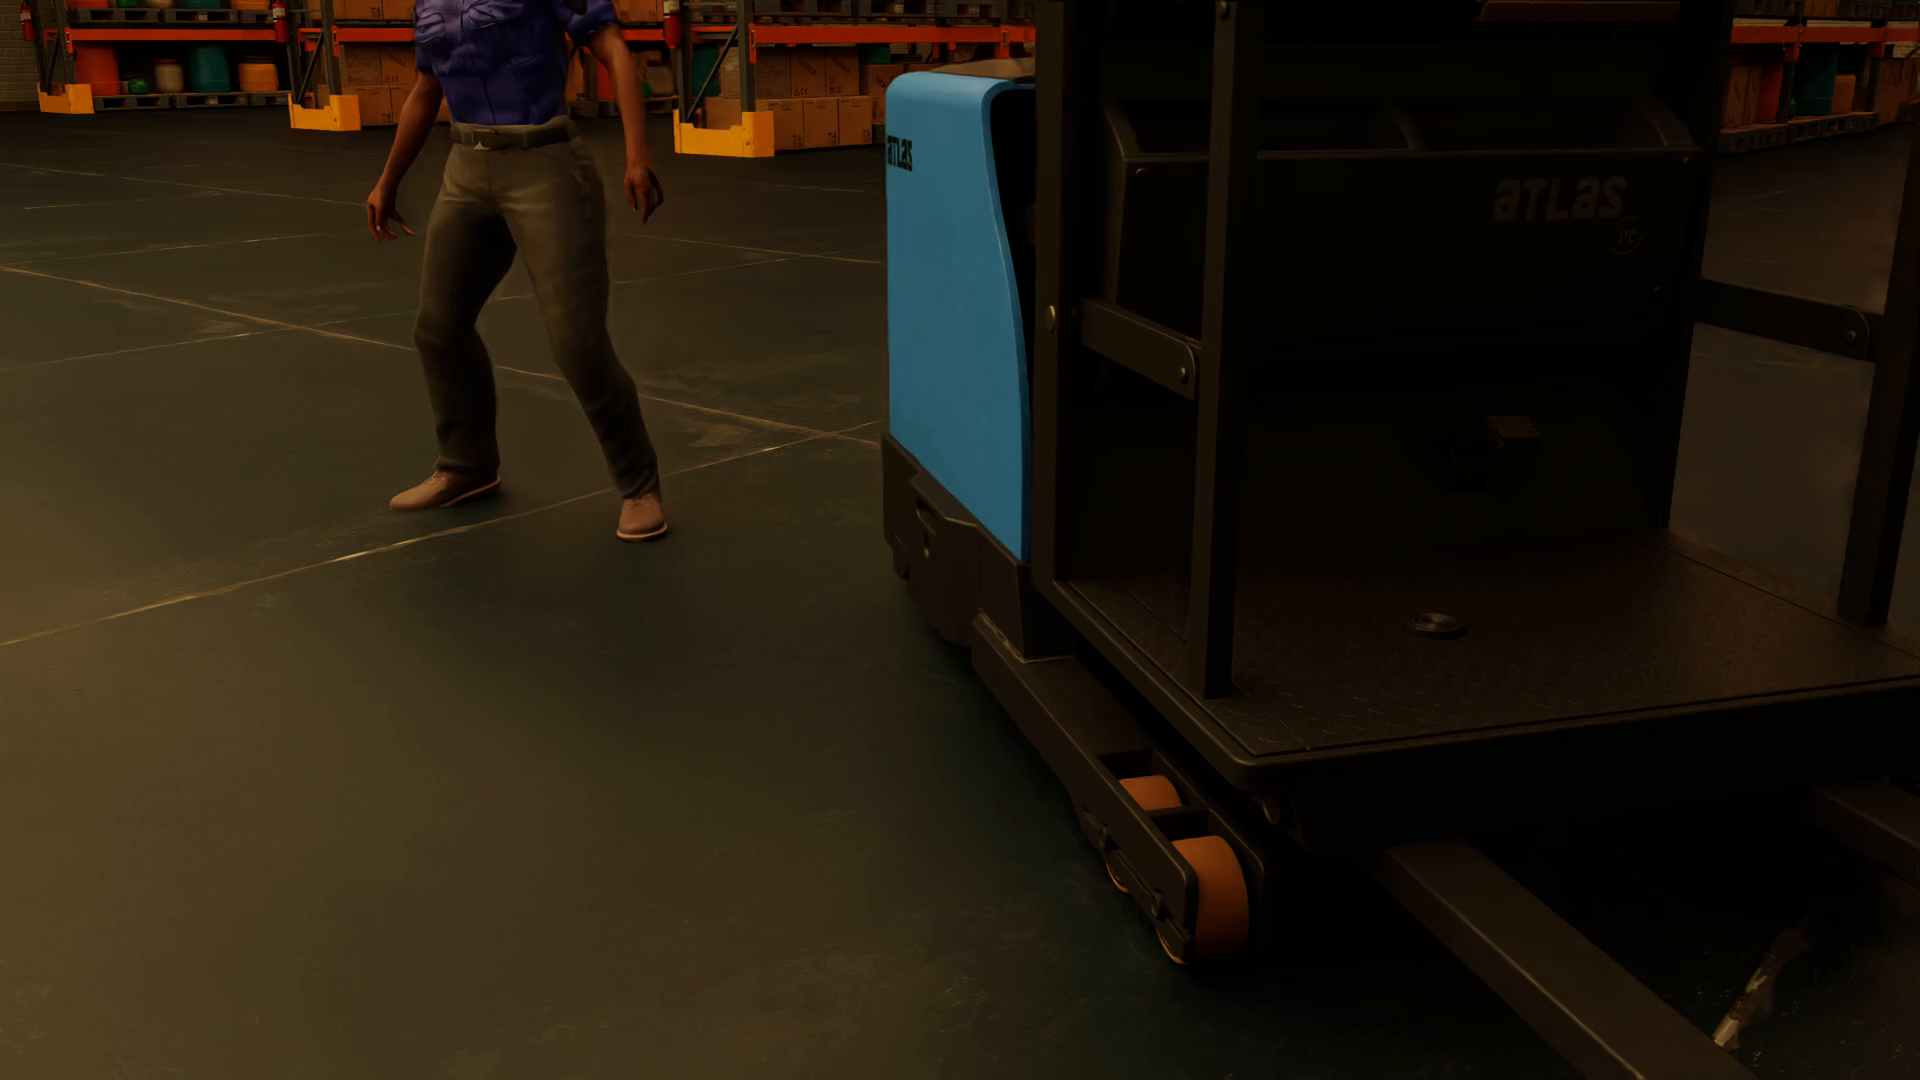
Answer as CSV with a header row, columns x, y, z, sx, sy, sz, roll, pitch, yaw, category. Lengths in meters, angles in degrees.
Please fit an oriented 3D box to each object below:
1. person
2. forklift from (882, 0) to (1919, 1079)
x,y,z,sx,sy,sz,roll,pitch,yaw,category
-1.058,-0.803,3.888,0.847,1.610,0.373,7,18,23,person
0.714,-0.981,2.128,1.130,2.935,3.031,-5,17,-15,forklift
